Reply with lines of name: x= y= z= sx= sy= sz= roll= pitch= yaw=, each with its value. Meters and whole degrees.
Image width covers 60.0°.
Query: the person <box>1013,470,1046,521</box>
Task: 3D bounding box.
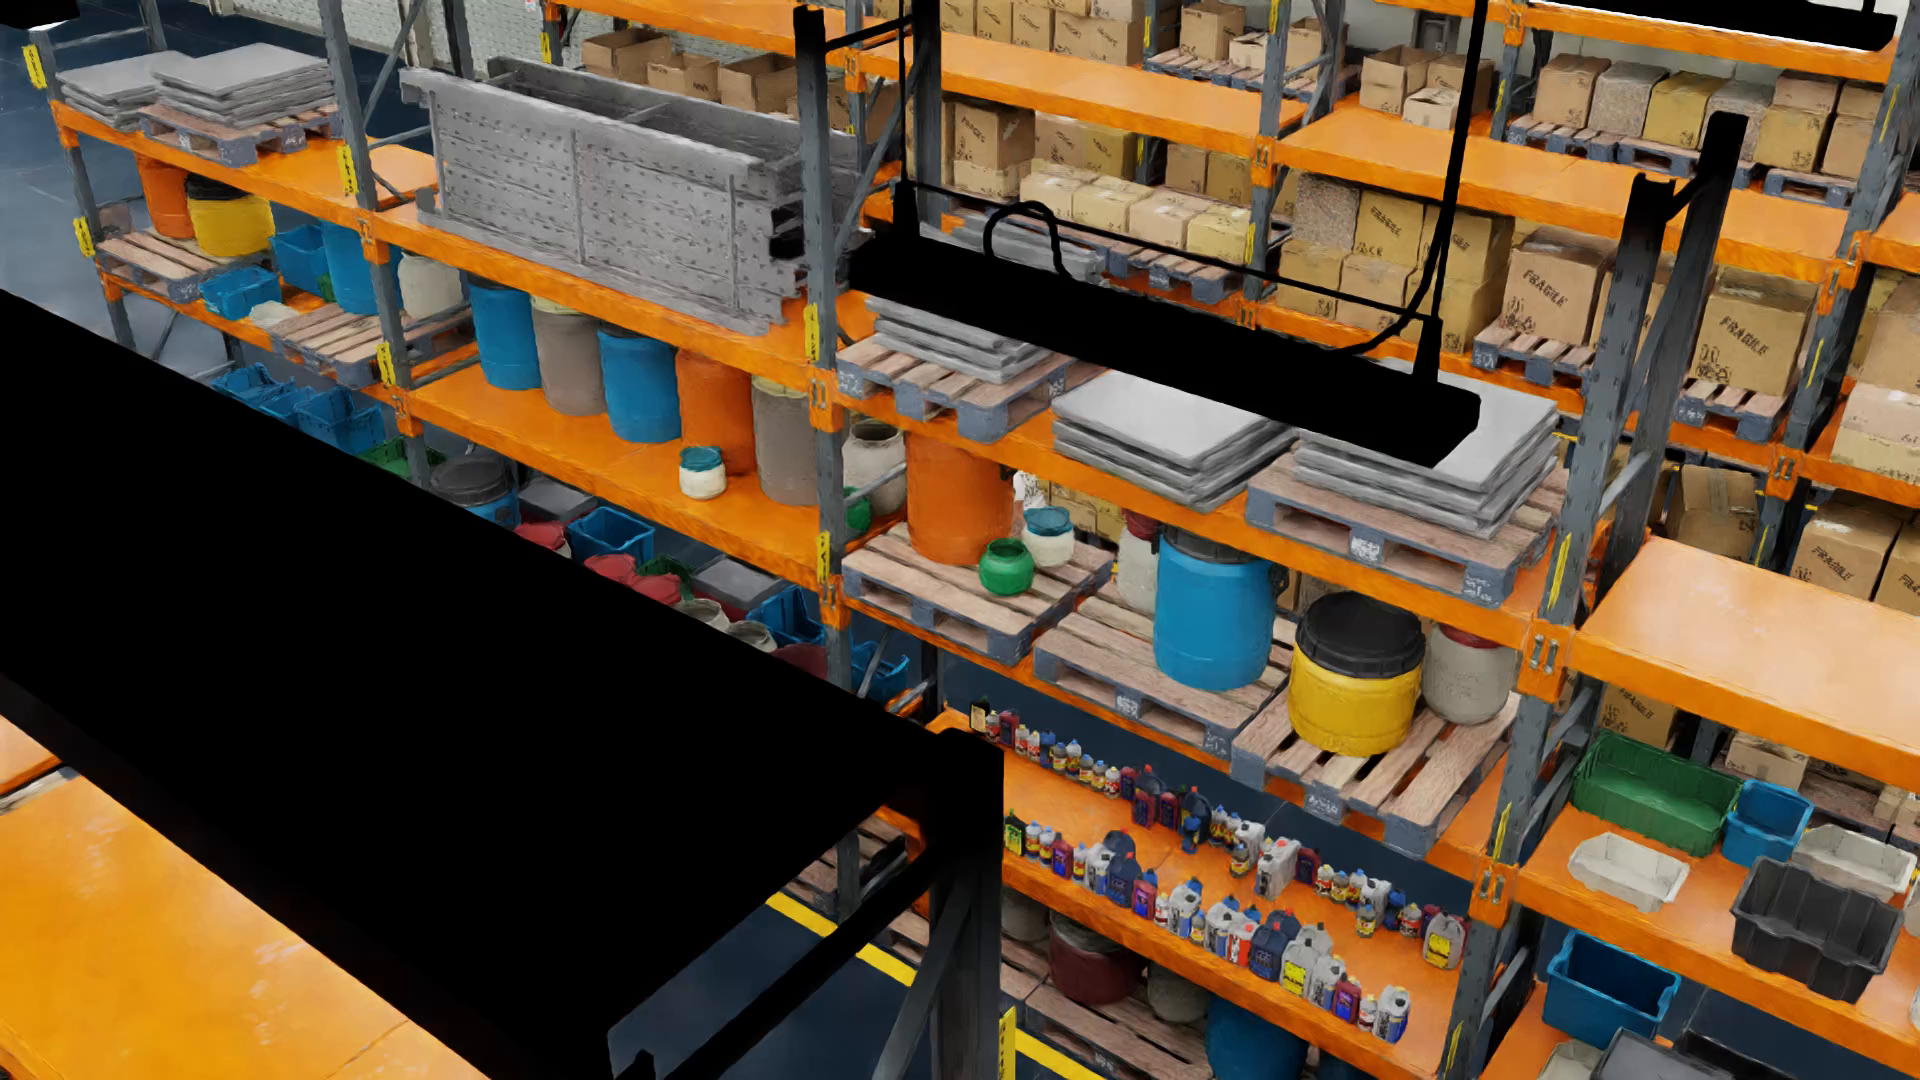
person: x=0.474 y=-0.216 z=13.963 sx=1.037 sy=1.705 sz=0.536 roll=16 pitch=35 yaw=25
